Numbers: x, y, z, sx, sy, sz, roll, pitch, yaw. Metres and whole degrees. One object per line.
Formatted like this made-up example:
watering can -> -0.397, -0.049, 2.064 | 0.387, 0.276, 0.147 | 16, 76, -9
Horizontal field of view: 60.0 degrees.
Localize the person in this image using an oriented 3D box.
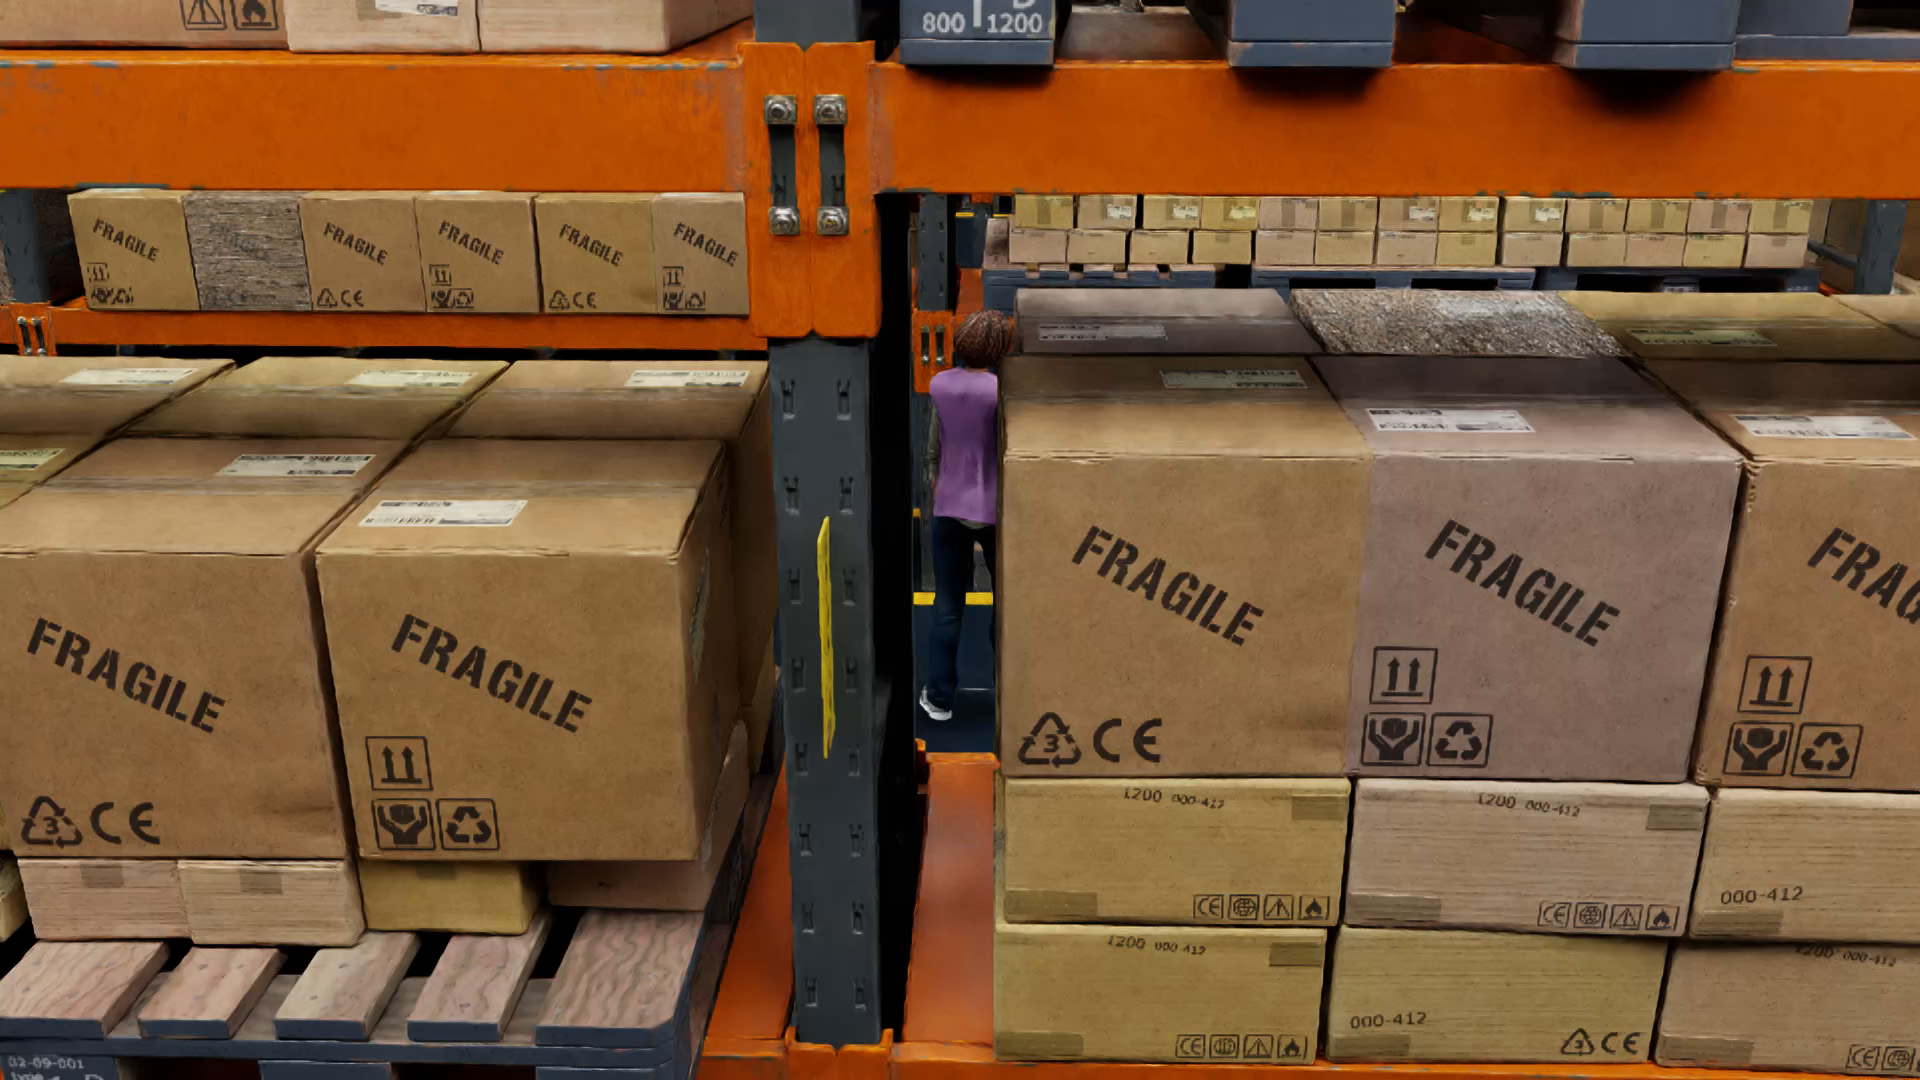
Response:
person -> 0.104, -0.043, 6.290 | 0.509, 1.491, 0.518 | 11, 23, 25
